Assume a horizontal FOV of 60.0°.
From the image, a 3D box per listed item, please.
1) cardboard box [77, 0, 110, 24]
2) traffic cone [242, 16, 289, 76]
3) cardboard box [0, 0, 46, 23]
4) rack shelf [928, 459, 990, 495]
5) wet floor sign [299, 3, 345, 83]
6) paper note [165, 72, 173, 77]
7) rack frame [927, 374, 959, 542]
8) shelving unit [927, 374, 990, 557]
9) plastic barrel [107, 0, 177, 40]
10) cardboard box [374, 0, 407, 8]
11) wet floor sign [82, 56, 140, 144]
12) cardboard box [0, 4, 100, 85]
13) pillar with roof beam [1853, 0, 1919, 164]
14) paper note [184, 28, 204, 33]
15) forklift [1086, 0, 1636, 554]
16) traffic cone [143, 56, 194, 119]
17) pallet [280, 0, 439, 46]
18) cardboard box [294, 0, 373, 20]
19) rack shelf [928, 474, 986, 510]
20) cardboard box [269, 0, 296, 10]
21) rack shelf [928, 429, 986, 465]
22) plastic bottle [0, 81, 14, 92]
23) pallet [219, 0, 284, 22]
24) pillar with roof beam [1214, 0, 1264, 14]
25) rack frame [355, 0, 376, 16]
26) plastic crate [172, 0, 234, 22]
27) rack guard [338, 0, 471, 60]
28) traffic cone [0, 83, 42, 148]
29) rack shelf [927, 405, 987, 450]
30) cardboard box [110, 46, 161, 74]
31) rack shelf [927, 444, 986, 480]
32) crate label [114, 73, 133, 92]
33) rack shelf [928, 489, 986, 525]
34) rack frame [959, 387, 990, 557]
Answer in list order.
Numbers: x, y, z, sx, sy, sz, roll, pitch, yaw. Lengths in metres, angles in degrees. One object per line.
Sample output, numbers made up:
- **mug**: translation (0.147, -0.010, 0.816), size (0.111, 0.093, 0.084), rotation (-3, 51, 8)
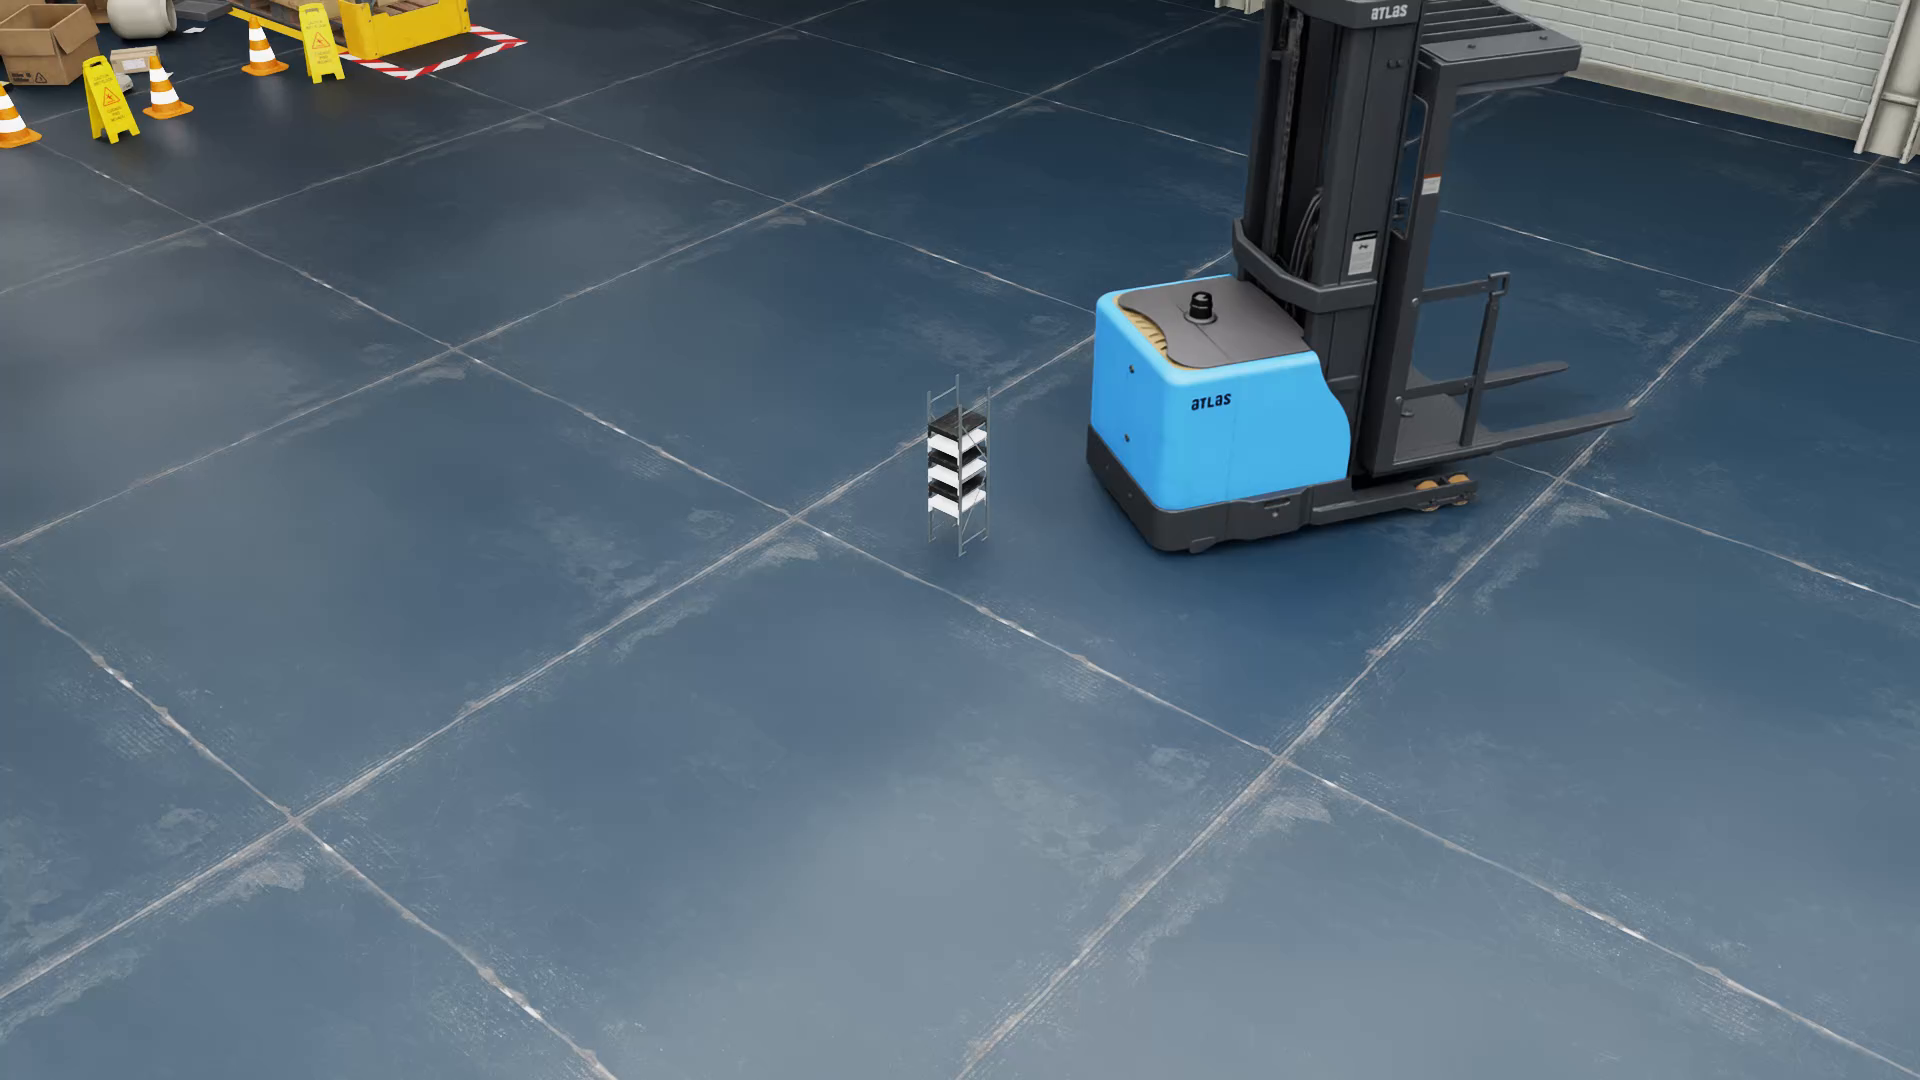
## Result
- **cardboard box**: translation (-8.189, -5.305, 16.031), size (0.500, 0.500, 0.500), rotation (-6, 35, -8)
- **traffic cone**: translation (-6.223, -4.414, 14.769), size (0.334, 0.463, 0.336), rotation (25, 42, 32)
- **cardboard box**: translation (-8.761, -4.762, 15.120), size (0.503, 0.637, 0.797), rotation (25, 42, 32)
- **rack shelf**: translation (-0.006, -0.346, 8.518), size (0.200, 0.077, 0.258), rotation (25, 42, 32)
- **wet floor sign**: translation (-5.606, -4.361, 14.530), size (0.267, 0.644, 0.232), rotation (-18, 38, -25)
- **paper note**: translation (-7.067, -4.118, 14.719), size (0.142, 0.019, 0.148), rotation (12, 36, 16)
- **rack frame**: translation (-0.084, -0.411, 8.553), size (0.006, 0.900, 0.240), rotation (25, 42, 32)
- **shelving unit**: translation (-0.006, -0.374, 8.500), size (0.210, 0.900, 0.258), rotation (25, 42, 32)
- **plastic barrel**: translation (-7.623, -4.893, 15.501), size (0.512, 0.421, 0.421), rotation (-6, 35, -8)
- **cardboard box**: translation (-5.510, -5.318, 15.902), size (0.500, 0.250, 0.500), rotation (25, 42, 31)
- **wet floor sign**: translation (-6.868, -3.556, 13.358), size (0.232, 0.644, 0.267), rotation (18, 38, 24)
- **cardboard box**: translation (-8.037, -4.371, 14.671), size (0.637, 0.503, 0.797), rotation (0, 34, 0)
- **pillar with roof beam**: translation (4.615, -4.924, 7.971), size (0.400, 9.000, 9.100), rotation (25, 42, 32)
- **paper note**: translation (-7.262, -4.840, 15.771), size (0.148, 0.019, 0.142), rotation (12, 36, 16)
- **forklift**: translation (2.278, -1.632, 8.537), size (3.031, 2.935, 1.130), rotation (-11, 36, -15)
- **traffic cone**: translation (-6.672, -3.808, 13.887), size (0.334, 0.463, 0.336), rotation (25, 42, 32)
- **pallet**: translation (-5.727, -5.053, 15.922), size (1.213, 0.211, 1.003), rotation (25, 42, 32)
- **cardboard box**: translation (-5.879, -5.090, 15.570), size (0.500, 0.250, 0.500), rotation (25, 42, 32)
- **rack shelf**: translation (-0.006, -0.272, 8.569), size (0.200, 0.077, 0.258), rotation (25, 42, 32)
- **cardboard box**: translation (-6.254, -5.272, 15.835), size (0.500, 0.250, 0.500), rotation (25, 42, 32)
- **rack shelf**: translation (-0.006, -0.495, 8.417), size (0.200, 0.077, 0.258), rotation (25, 42, 32)
- **plastic bottle**: translation (-8.375, -3.938, 14.431), size (0.283, 0.061, 0.133), rotation (12, 36, 16)
- **pallet**: translation (-6.661, -5.495, 16.565), size (1.213, 0.211, 1.003), rotation (25, 42, 32)
- **pillar with roof beam**: translation (0.004, -7.098, 11.136), size (0.400, 9.000, 9.100), rotation (25, 42, 32)
- **rack frame**: translation (-5.067, -5.866, 14.641), size (0.127, 3.000, 1.000), rotation (25, 42, 32)
- **plastic crate**: translation (-7.459, -5.186, 16.230), size (0.583, 0.080, 0.402), rotation (12, 36, 16)
- **rack guard**: translation (-5.126, -4.863, 15.389), size (0.348, 0.500, 1.175), rotation (25, 42, 32)
- **traffic cone**: translation (-7.656, -3.440, 13.350), size (0.334, 0.463, 0.336), rotation (25, 42, 32)
- **rack shelf**: translation (-0.006, -0.569, 8.366), size (0.200, 0.077, 0.258), rotation (25, 42, 32)
- **cardboard box**: translation (-7.367, -4.286, 14.860), size (0.380, 0.149, 0.250), rotation (-12, 36, -17)
- **rack shelf**: translation (-0.006, -0.421, 8.467), size (0.200, 0.077, 0.258), rotation (25, 42, 32)
- **crate label**: translation (-7.316, -3.932, 14.354), size (0.298, 0.136, 0.250), rotation (6, 35, 8)
- **rack shelf**: translation (-0.006, -0.198, 8.620), size (0.200, 0.077, 0.258), rotation (25, 42, 32)
- **rack frame**: translation (0.072, -0.337, 8.446), size (0.006, 0.900, 0.240), rotation (25, 42, 32)
